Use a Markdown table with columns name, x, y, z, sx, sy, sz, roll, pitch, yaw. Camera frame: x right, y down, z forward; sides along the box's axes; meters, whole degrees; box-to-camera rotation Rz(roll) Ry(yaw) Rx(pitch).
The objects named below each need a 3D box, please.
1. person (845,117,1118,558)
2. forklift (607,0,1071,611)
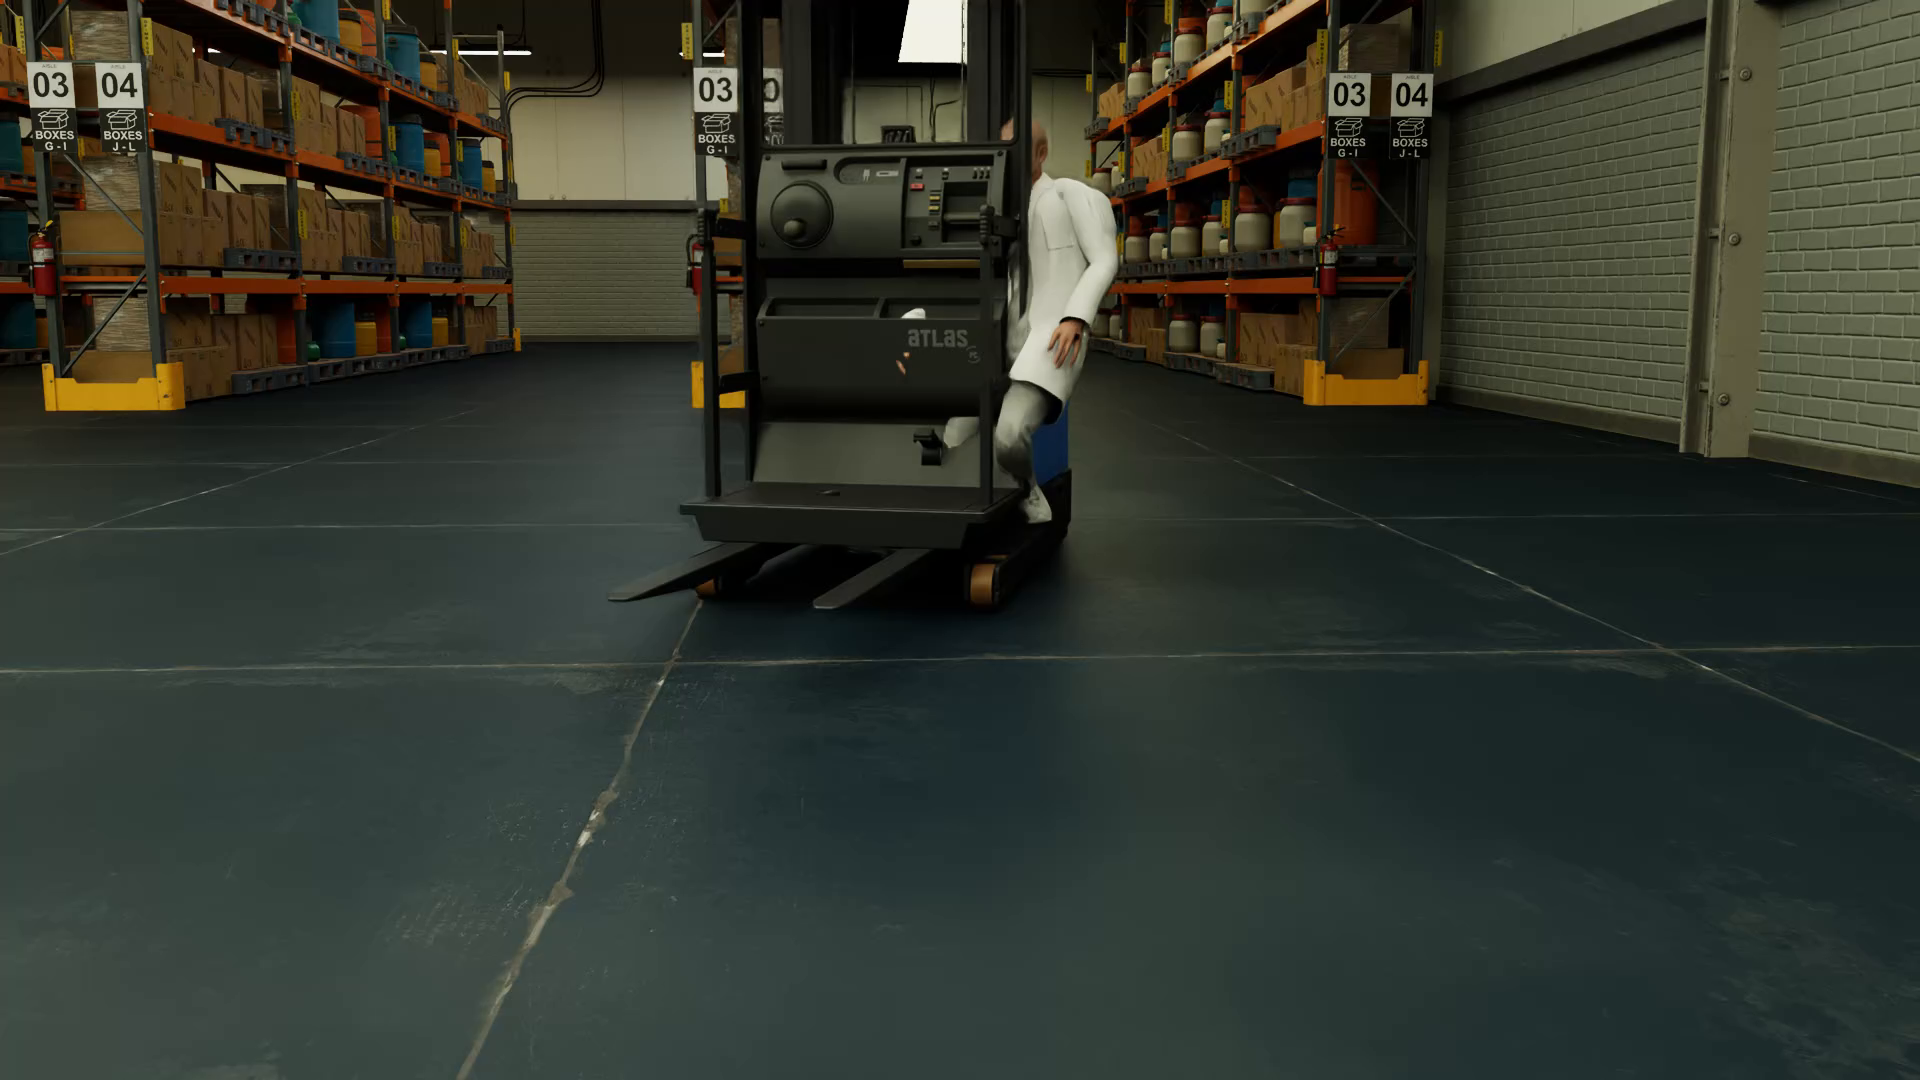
| name | x | y | z | sx | sy | sz | roll | pitch | yaw |
| --- | --- | --- | --- | --- | --- | --- | --- | --- | --- |
| person | 0.091 | -0.711 | 6.090 | 0.798 | 1.672 | 0.744 | 8 | 11 | 42 |
| forklift | -0.335 | -1.270 | 5.882 | 1.130 | 2.935 | 3.031 | 2 | 9 | 13 |
